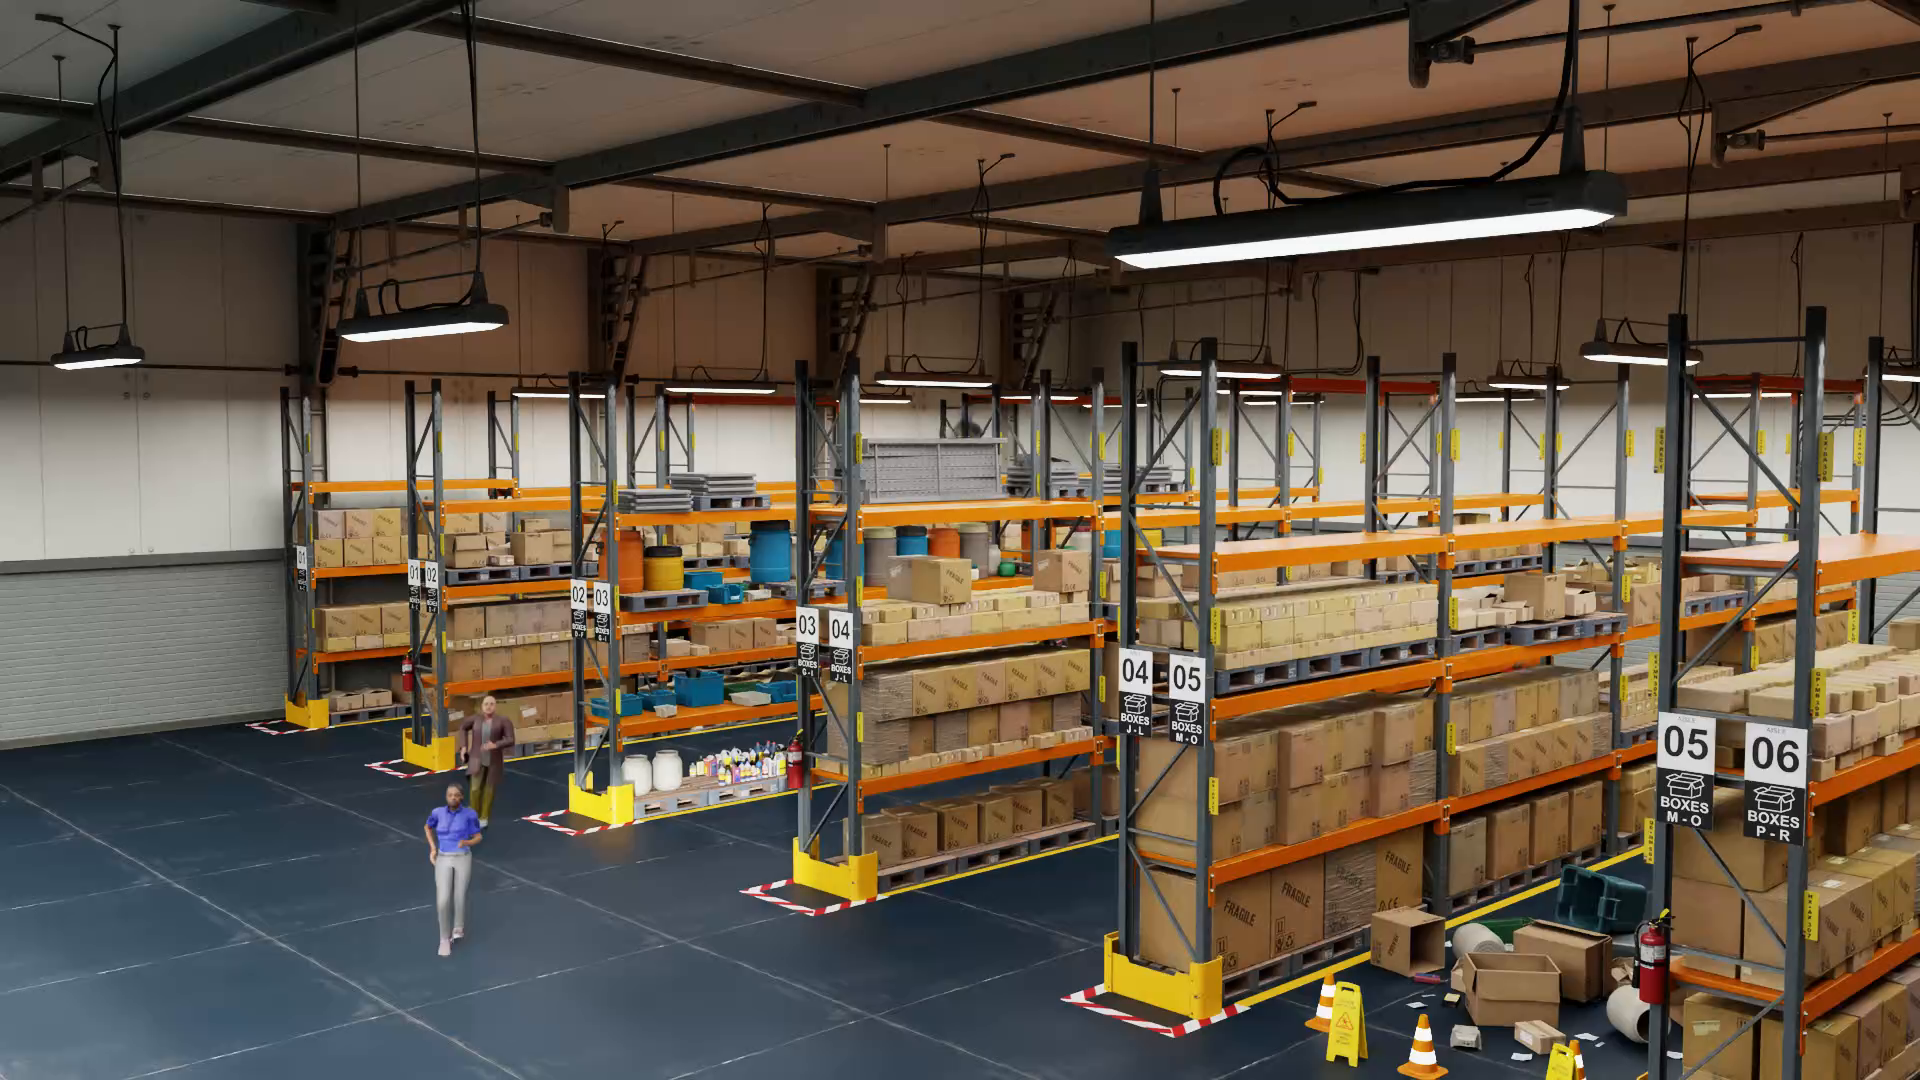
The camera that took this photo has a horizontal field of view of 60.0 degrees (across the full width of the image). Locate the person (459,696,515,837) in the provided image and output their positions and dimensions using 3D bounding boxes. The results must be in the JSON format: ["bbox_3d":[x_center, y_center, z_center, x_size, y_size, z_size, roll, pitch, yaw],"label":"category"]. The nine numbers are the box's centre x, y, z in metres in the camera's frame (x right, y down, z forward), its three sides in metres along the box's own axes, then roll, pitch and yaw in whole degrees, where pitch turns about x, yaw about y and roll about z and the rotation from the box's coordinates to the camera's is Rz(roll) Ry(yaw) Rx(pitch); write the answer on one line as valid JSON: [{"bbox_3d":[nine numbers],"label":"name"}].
[{"bbox_3d":[-6.131,2.913,21.580,0.702,1.796,0.710,-1,4,-16],"label":"person"}]

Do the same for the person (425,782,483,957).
[{"bbox_3d":[-5.073,3.284,16.677,0.555,1.716,0.755,-1,4,-17],"label":"person"}]

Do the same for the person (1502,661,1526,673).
[{"bbox_3d":[8.720,2.646,25.985,0.649,1.789,0.862,3,5,43],"label":"person"}]
